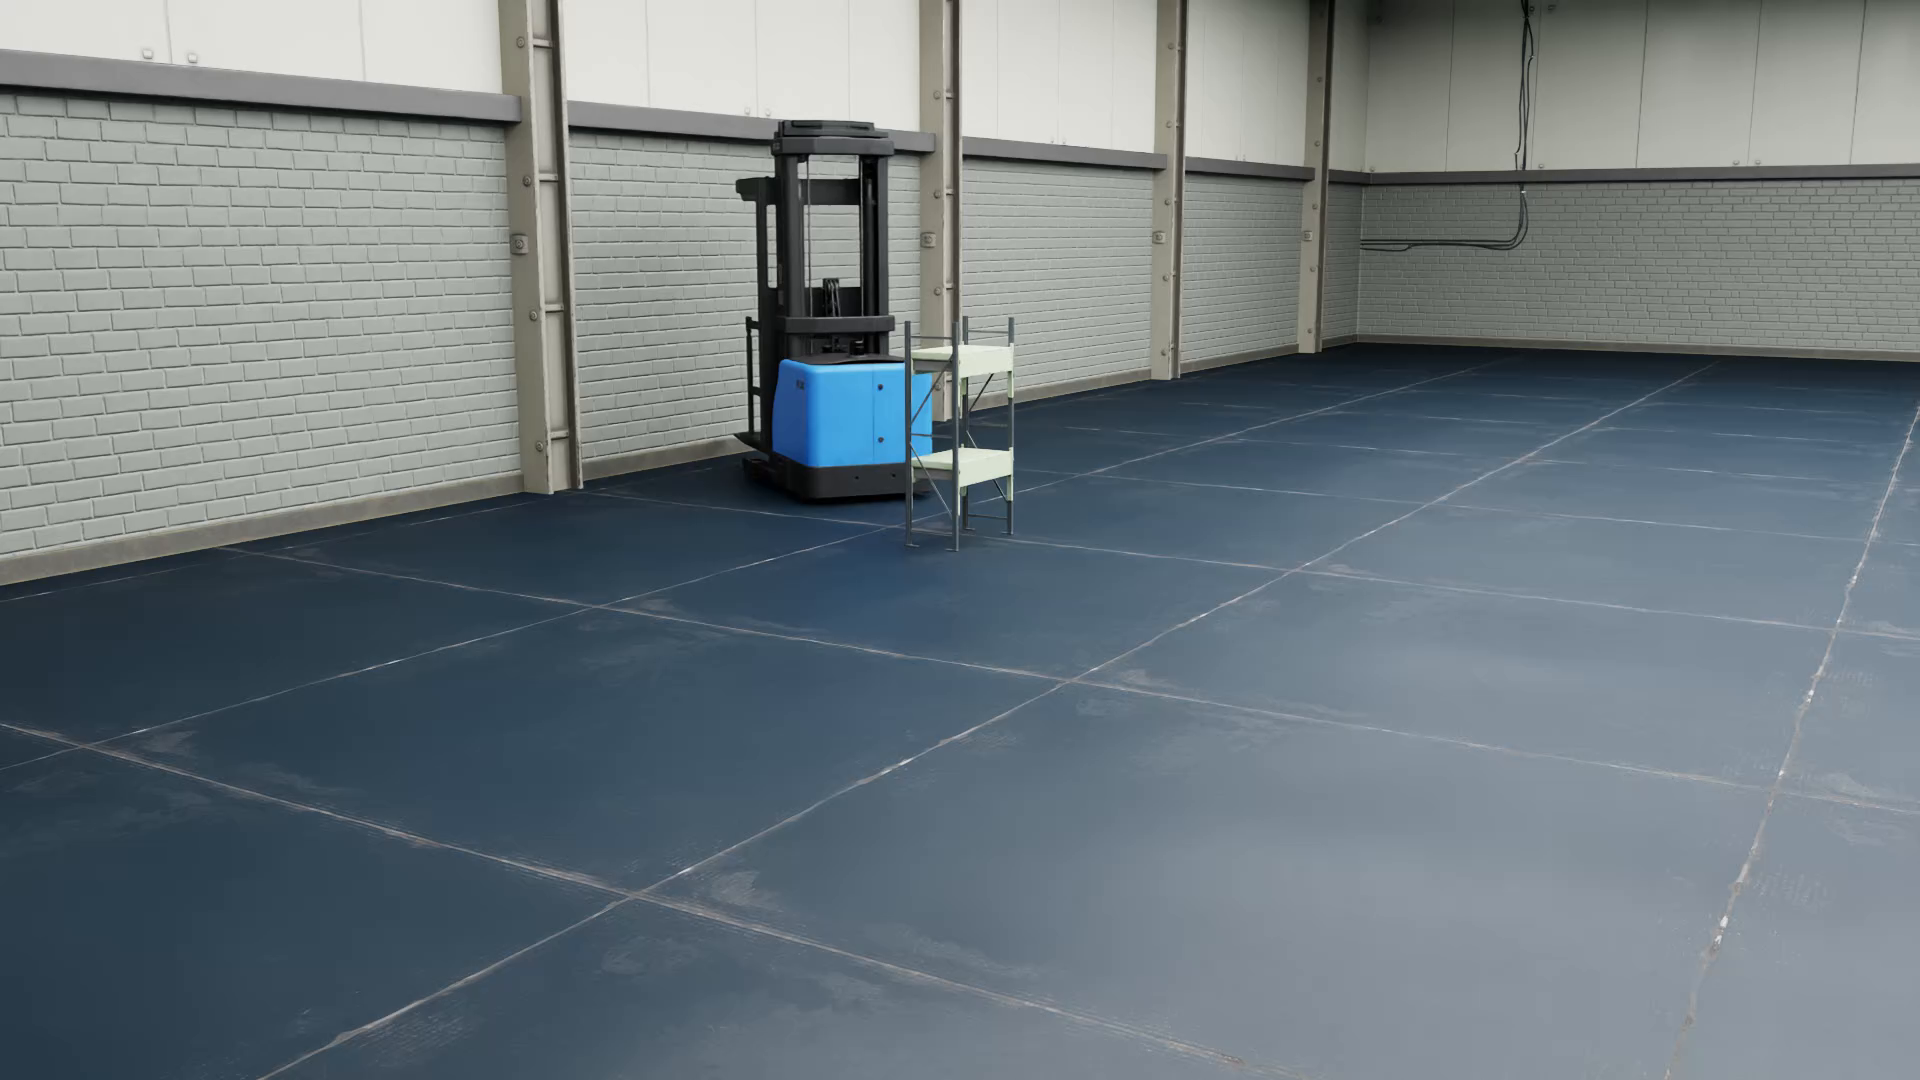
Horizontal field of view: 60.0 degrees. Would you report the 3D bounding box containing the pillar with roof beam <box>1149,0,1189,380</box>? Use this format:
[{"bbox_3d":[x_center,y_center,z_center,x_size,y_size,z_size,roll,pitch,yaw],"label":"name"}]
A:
[{"bbox_3d":[6.588,-6.310,20.621,9.100,9.000,0.400,6,12,31],"label":"pillar with roof beam"}]

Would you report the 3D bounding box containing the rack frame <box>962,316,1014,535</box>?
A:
[{"bbox_3d":[0.193,-0.796,11.544,0.400,1.500,0.023,6,12,31],"label":"rack frame"}]

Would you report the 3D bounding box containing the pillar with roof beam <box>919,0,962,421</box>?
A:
[{"bbox_3d":[3.473,-5.367,15.580,9.100,9.000,0.400,6,12,31],"label":"pillar with roof beam"}]

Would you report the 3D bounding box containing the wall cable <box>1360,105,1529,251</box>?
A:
[{"bbox_3d":[8.683,-6.476,29.944,3.097,2.526,0.112,6,12,31],"label":"wall cable"}]

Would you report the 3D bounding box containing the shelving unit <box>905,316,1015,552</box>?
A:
[{"bbox_3d":[0.003,-0.738,11.236,0.431,1.500,0.755,6,12,31],"label":"shelving unit"}]

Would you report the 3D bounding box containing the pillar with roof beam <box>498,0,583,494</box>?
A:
[{"bbox_3d":[0.357,-4.423,10.540,9.100,9.000,0.400,6,12,31],"label":"pillar with roof beam"}]

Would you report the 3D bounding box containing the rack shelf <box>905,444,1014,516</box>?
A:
[{"bbox_3d":[0.003,-0.418,11.296,0.431,0.370,0.720,6,12,31],"label":"rack shelf"}]

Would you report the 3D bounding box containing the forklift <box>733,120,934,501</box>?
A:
[{"bbox_3d":[-1.224,-1.976,13.958,1.130,2.935,3.031,-4,11,-22],"label":"forklift"}]

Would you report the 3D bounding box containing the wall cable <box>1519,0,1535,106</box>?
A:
[{"bbox_3d":[10.995,-8.700,28.099,3.097,2.526,0.112,6,12,31],"label":"wall cable"}]

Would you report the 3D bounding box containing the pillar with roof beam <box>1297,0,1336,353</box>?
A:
[{"bbox_3d":[9.703,-7.254,25.661,9.100,9.000,0.400,6,12,31],"label":"pillar with roof beam"}]

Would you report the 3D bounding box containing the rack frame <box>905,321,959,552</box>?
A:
[{"bbox_3d":[-0.187,-0.681,10.929,0.400,1.500,0.023,6,12,31],"label":"rack frame"}]

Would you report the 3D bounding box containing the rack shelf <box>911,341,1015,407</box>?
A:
[{"bbox_3d":[0.003,-1.122,11.164,0.431,0.370,0.720,6,12,31],"label":"rack shelf"}]
